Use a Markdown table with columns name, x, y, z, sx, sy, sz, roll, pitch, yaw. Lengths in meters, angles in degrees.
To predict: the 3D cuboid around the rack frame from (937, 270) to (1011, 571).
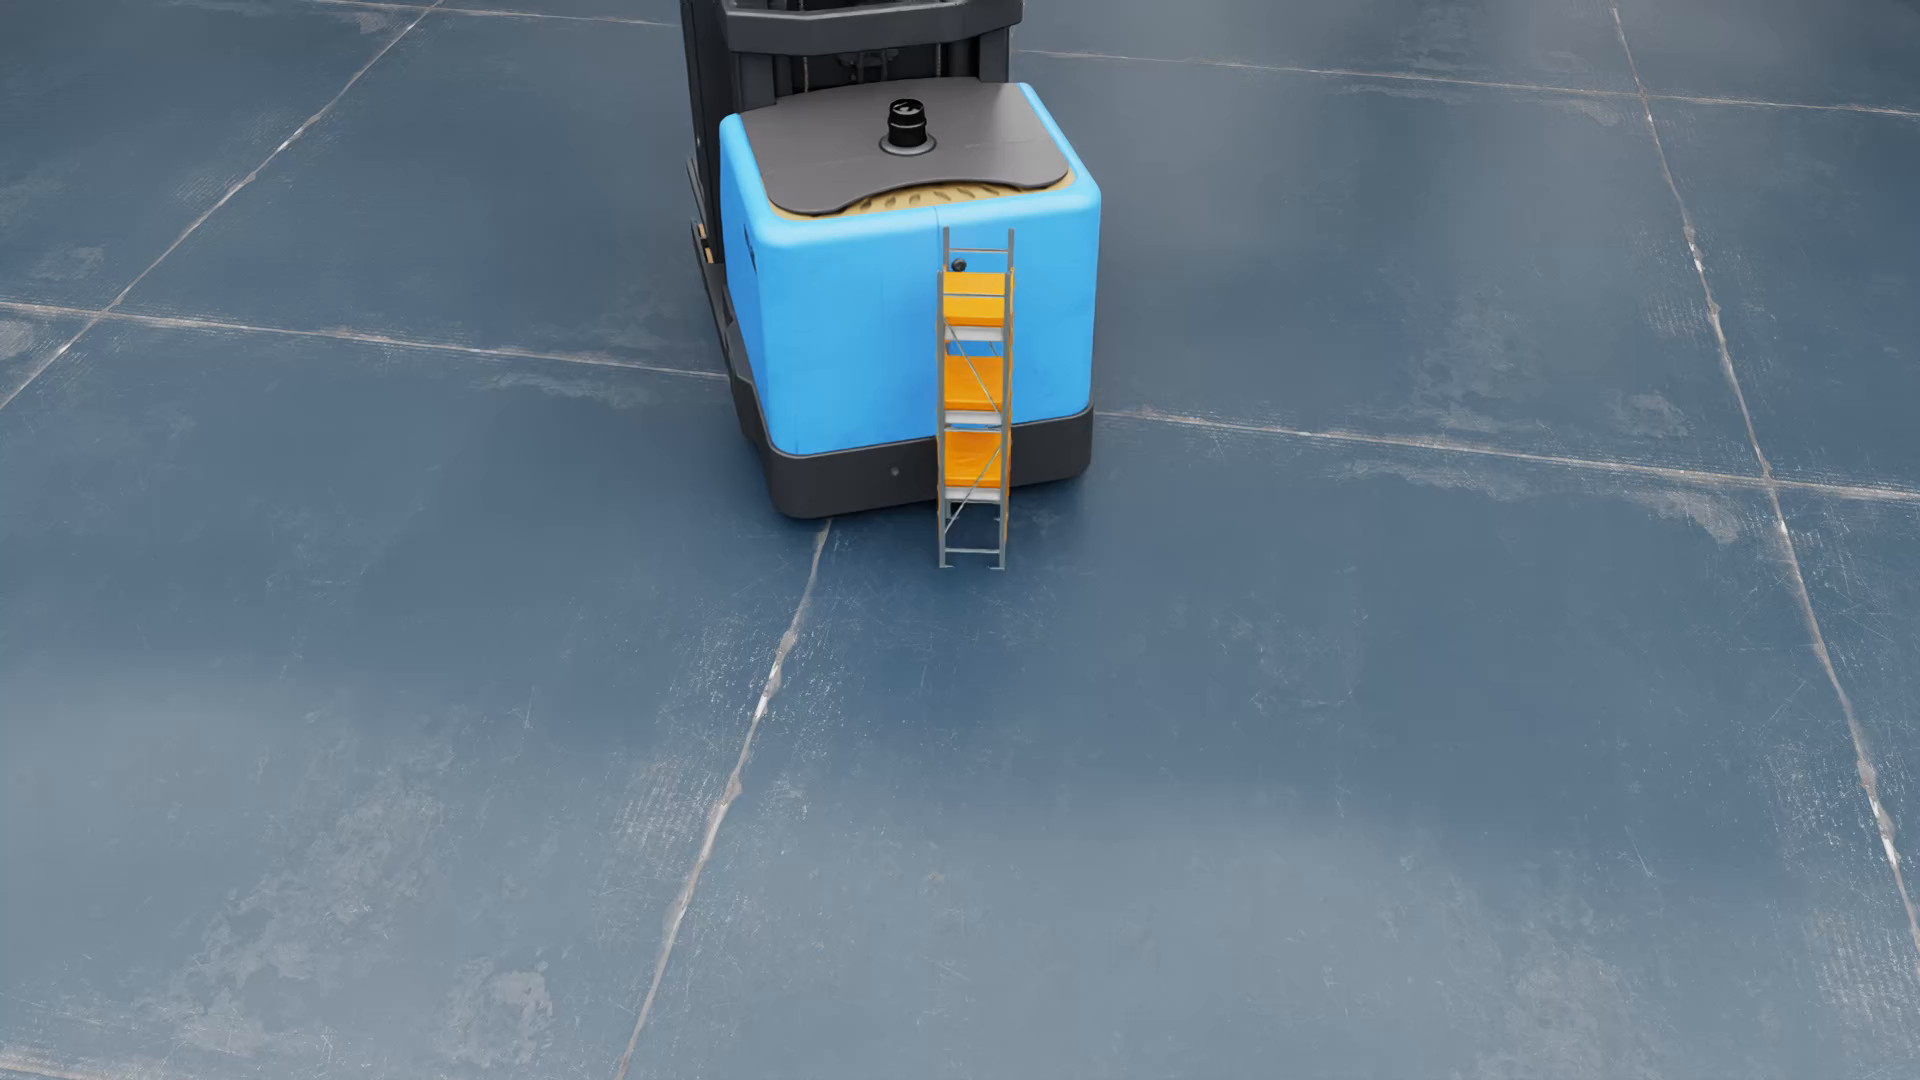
| name | x | y | z | sx | sy | sz | roll | pitch | yaw |
| --- | --- | --- | --- | --- | --- | --- | --- | --- | --- |
| rack frame | 0.037 | -0.316 | 4.808 | 0.200 | 1.050 | 0.008 | 2 | 40 | 3 |

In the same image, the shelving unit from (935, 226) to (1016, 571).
| name | x | y | z | sx | sy | sz | roll | pitch | yaw |
| --- | --- | --- | --- | --- | --- | --- | --- | --- | --- |
| shelving unit | 0.045 | -0.393 | 4.902 | 0.215 | 1.050 | 0.252 | 2 | 40 | 3 |

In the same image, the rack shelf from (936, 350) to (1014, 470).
| name | x | y | z | sx | sy | sz | roll | pitch | yaw |
| --- | --- | --- | --- | --- | --- | --- | --- | --- | --- |
| rack shelf | 0.045 | -0.385 | 4.909 | 0.215 | 0.259 | 0.240 | 2 | 40 | 3 |

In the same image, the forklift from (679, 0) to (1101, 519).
| name | x | y | z | sx | sy | sz | roll | pitch | yaw |
| --- | --- | --- | --- | --- | --- | --- | --- | --- | --- |
| forklift | -0.431 | -2.143 | 5.541 | 1.130 | 2.935 | 3.031 | -9 | 40 | -11 |

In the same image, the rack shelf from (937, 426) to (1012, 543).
| name | x | y | z | sx | sy | sz | roll | pitch | yaw |
| --- | --- | --- | --- | --- | --- | --- | --- | --- | --- |
| rack shelf | 0.045 | -0.171 | 5.086 | 0.215 | 0.259 | 0.240 | 2 | 40 | 3 |

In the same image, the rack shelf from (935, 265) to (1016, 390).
| name | x | y | z | sx | sy | sz | roll | pitch | yaw |
| --- | --- | --- | --- | --- | --- | --- | --- | --- | --- |
| rack shelf | 0.045 | -0.604 | 4.728 | 0.215 | 0.259 | 0.240 | 2 | 40 | 3 |

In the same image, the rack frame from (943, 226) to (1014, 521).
| name | x | y | z | sx | sy | sz | roll | pitch | yaw |
| --- | --- | --- | --- | --- | --- | --- | --- | --- | --- |
| rack frame | 0.052 | -0.471 | 4.996 | 0.200 | 1.050 | 0.008 | 2 | 40 | 3 |
